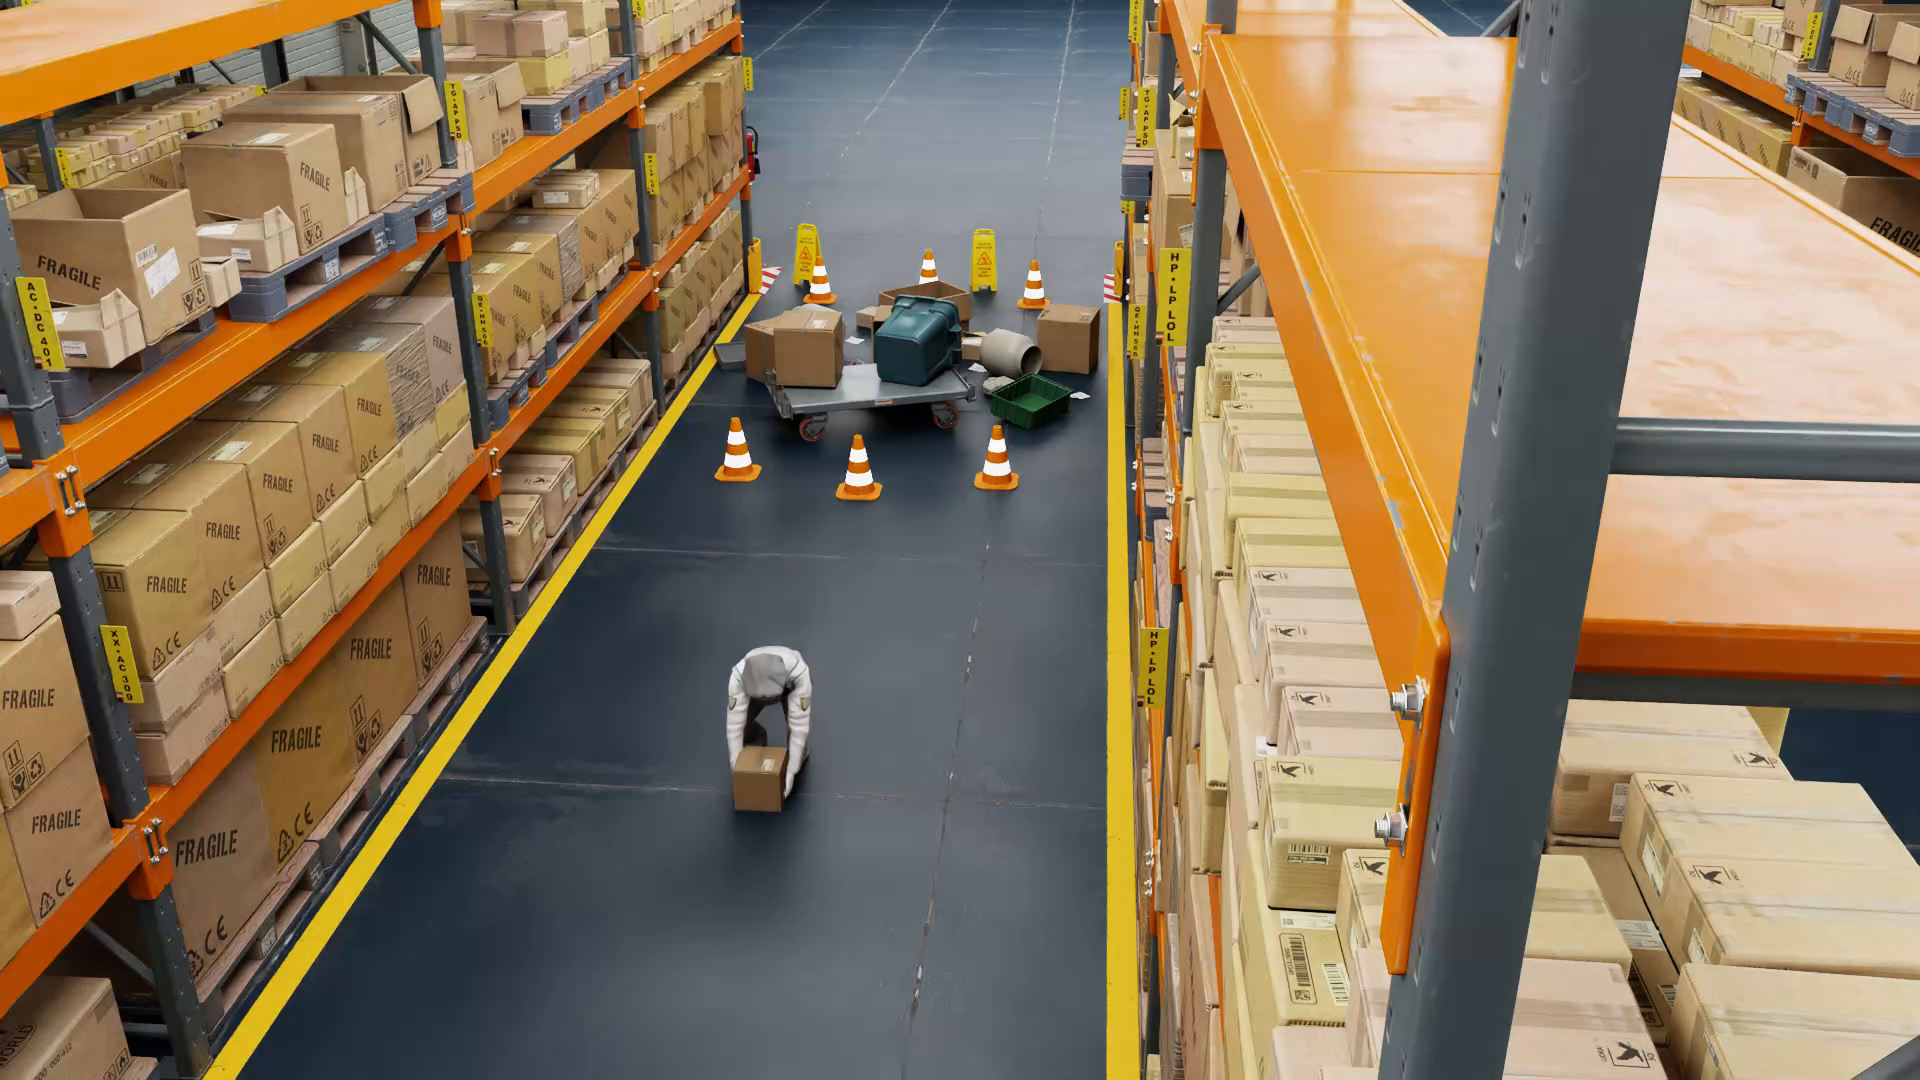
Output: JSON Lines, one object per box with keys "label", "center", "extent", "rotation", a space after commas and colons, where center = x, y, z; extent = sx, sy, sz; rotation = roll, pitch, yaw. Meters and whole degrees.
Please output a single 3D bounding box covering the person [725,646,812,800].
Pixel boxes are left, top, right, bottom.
{"label": "person", "center": [-1.035, 0.875, 9.069], "extent": [0.482, 0.856, 0.859], "rotation": [2, 25, 4]}
